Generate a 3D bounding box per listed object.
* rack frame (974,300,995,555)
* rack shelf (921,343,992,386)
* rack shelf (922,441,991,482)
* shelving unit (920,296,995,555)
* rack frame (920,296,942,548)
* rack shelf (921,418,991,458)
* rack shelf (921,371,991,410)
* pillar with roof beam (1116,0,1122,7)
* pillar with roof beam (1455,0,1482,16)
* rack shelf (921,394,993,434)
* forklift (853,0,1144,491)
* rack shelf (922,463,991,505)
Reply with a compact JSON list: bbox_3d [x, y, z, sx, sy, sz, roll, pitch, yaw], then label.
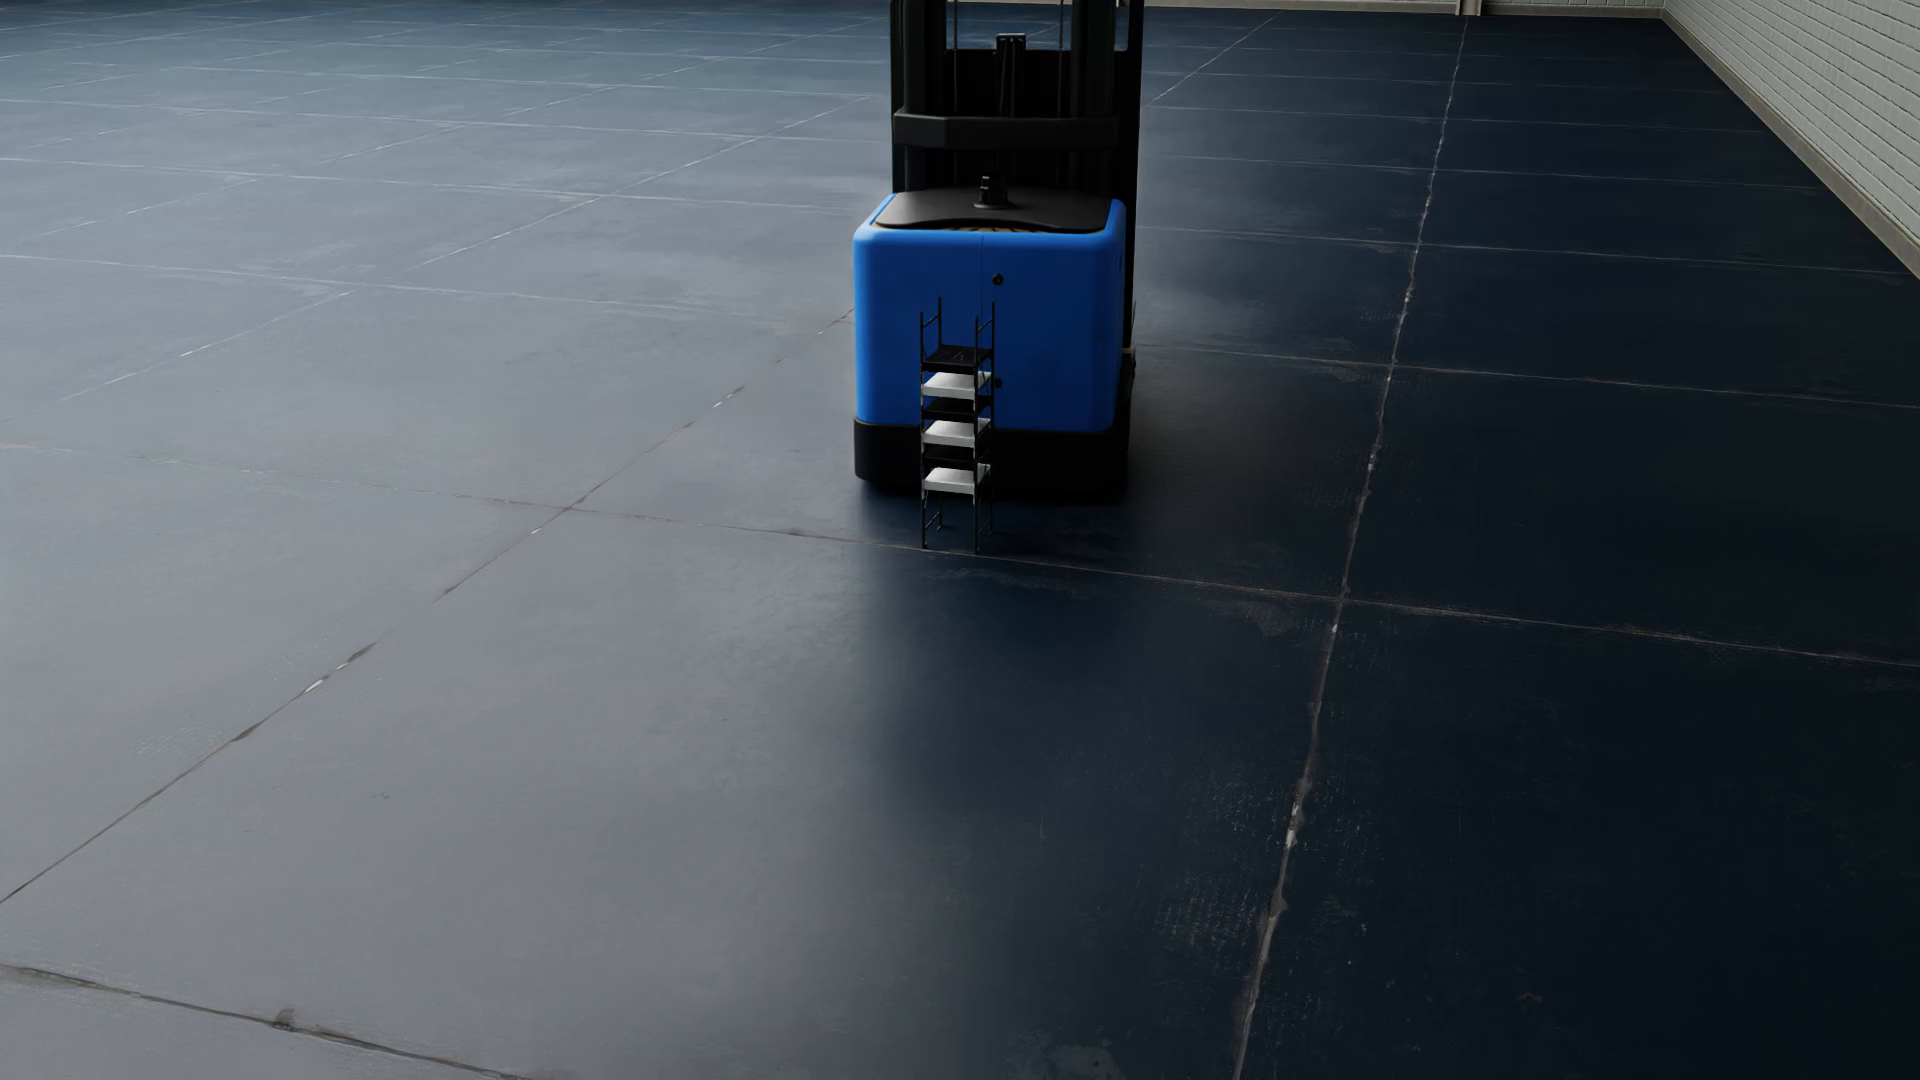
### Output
[{"bbox_3d":[0.090,-0.406,6.074,0.006,0.900,0.240,7,23,16],"label":"rack frame"},{"bbox_3d":[-0.008,-0.636,6.012,0.200,0.077,0.258,7,23,16],"label":"rack shelf"},{"bbox_3d":[-0.008,-0.303,6.148,0.200,0.077,0.258,7,23,16],"label":"rack shelf"},{"bbox_3d":[-0.008,-0.417,6.101,0.210,0.900,0.258,7,23,16],"label":"shelving unit"},{"bbox_3d":[-0.105,-0.428,6.129,0.006,0.900,0.240,7,23,16],"label":"rack frame"},{"bbox_3d":[-0.008,-0.386,6.114,0.200,0.077,0.258,7,23,16],"label":"rack shelf"},{"bbox_3d":[-0.008,-0.553,6.046,0.200,0.077,0.258,7,23,16],"label":"rack shelf"},{"bbox_3d":[1.358,-11.887,23.392,0.400,9.000,9.100,7,23,16],"label":"pillar with roof beam"},{"bbox_3d":[7.102,-11.229,21.788,0.400,9.000,9.100,7,23,16],"label":"pillar with roof beam"},{"bbox_3d":[-0.008,-0.470,6.080,0.200,0.077,0.258,7,23,16],"label":"rack shelf"},{"bbox_3d":[0.273,-2.072,7.459,1.130,2.935,3.031,3,22,7],"label":"forklift"},{"bbox_3d":[-0.008,-0.220,6.182,0.200,0.077,0.258,7,23,16],"label":"rack shelf"}]
